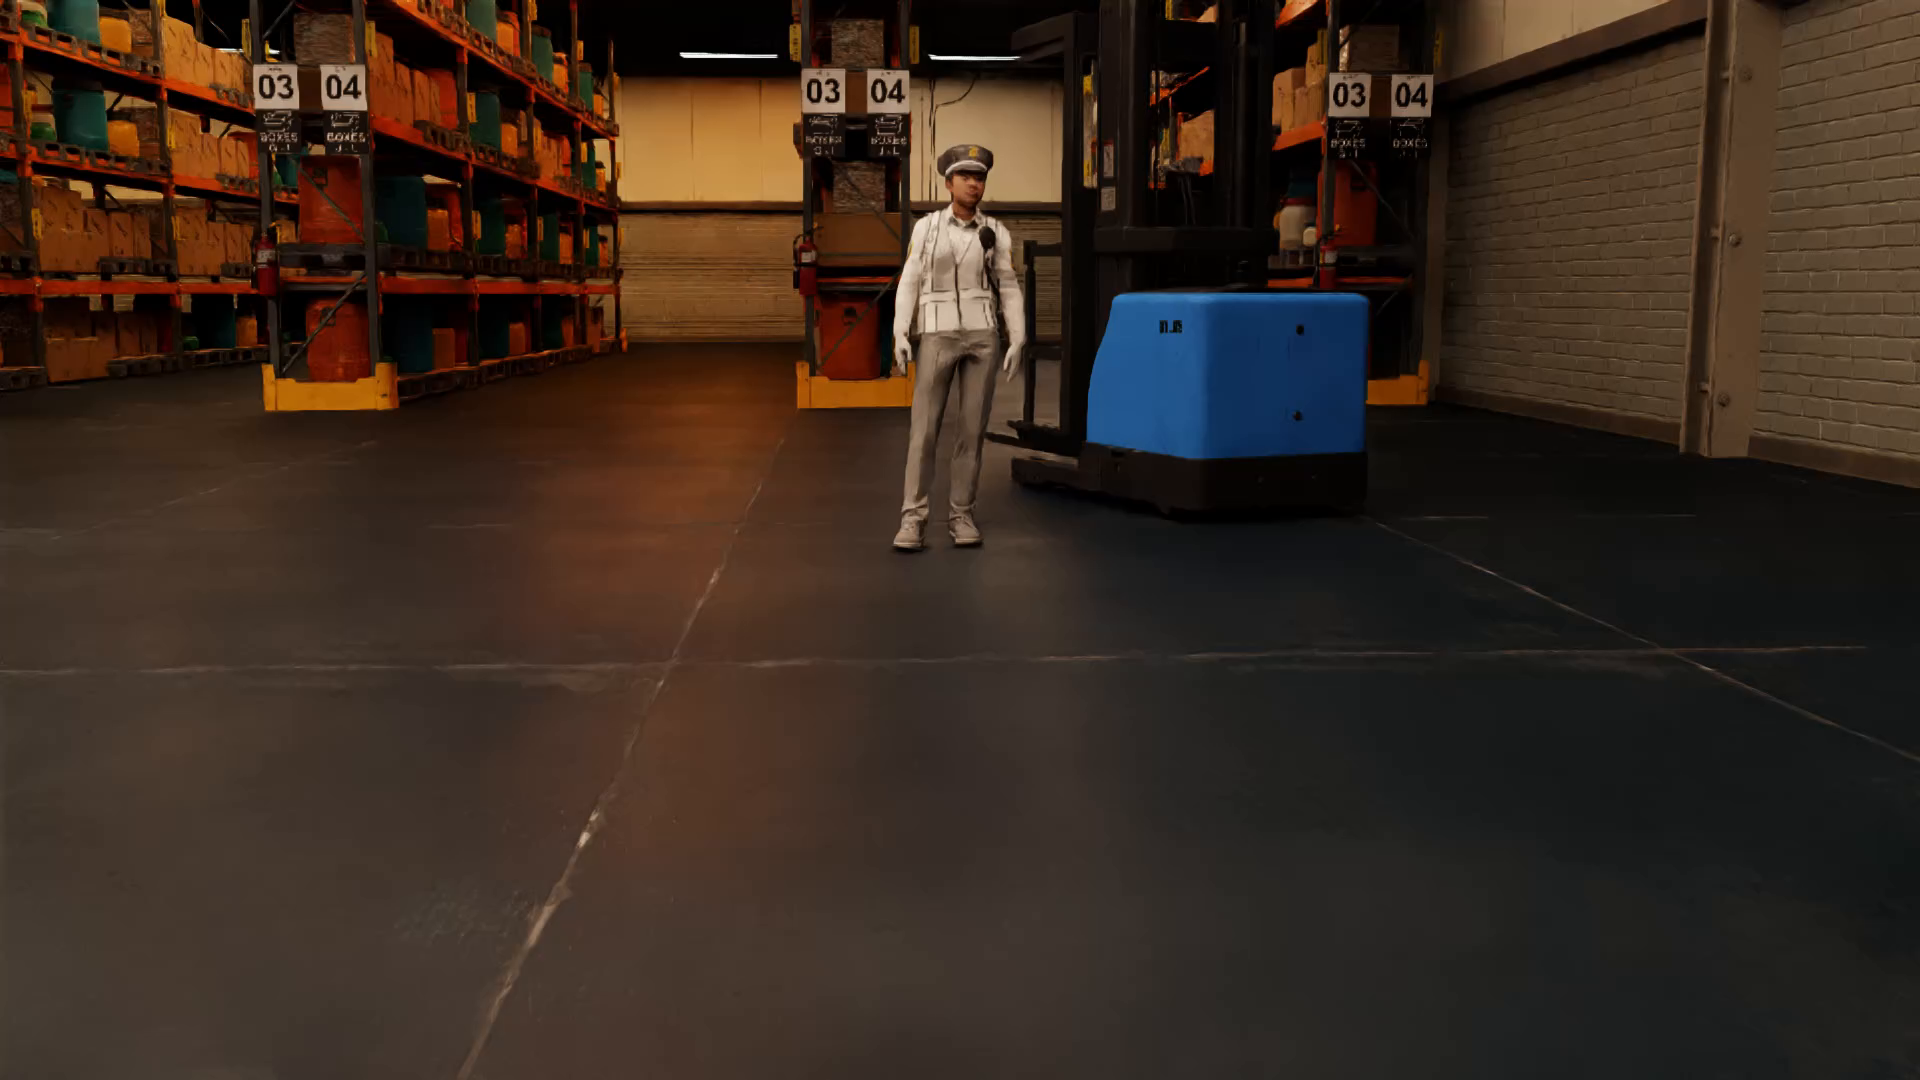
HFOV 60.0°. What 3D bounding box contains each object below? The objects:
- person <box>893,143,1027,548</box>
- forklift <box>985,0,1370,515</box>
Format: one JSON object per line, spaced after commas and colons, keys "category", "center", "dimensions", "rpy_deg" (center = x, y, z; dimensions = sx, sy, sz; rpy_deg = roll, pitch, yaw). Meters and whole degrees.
{"category": "person", "center": [-0.003, -0.836, 7.117], "dimensions": [0.586, 1.695, 0.533], "rpy_deg": [-1, 8, -4]}
{"category": "forklift", "center": [0.948, -1.748, 9.101], "dimensions": [1.130, 2.935, 3.031], "rpy_deg": [-4, 9, -23]}
